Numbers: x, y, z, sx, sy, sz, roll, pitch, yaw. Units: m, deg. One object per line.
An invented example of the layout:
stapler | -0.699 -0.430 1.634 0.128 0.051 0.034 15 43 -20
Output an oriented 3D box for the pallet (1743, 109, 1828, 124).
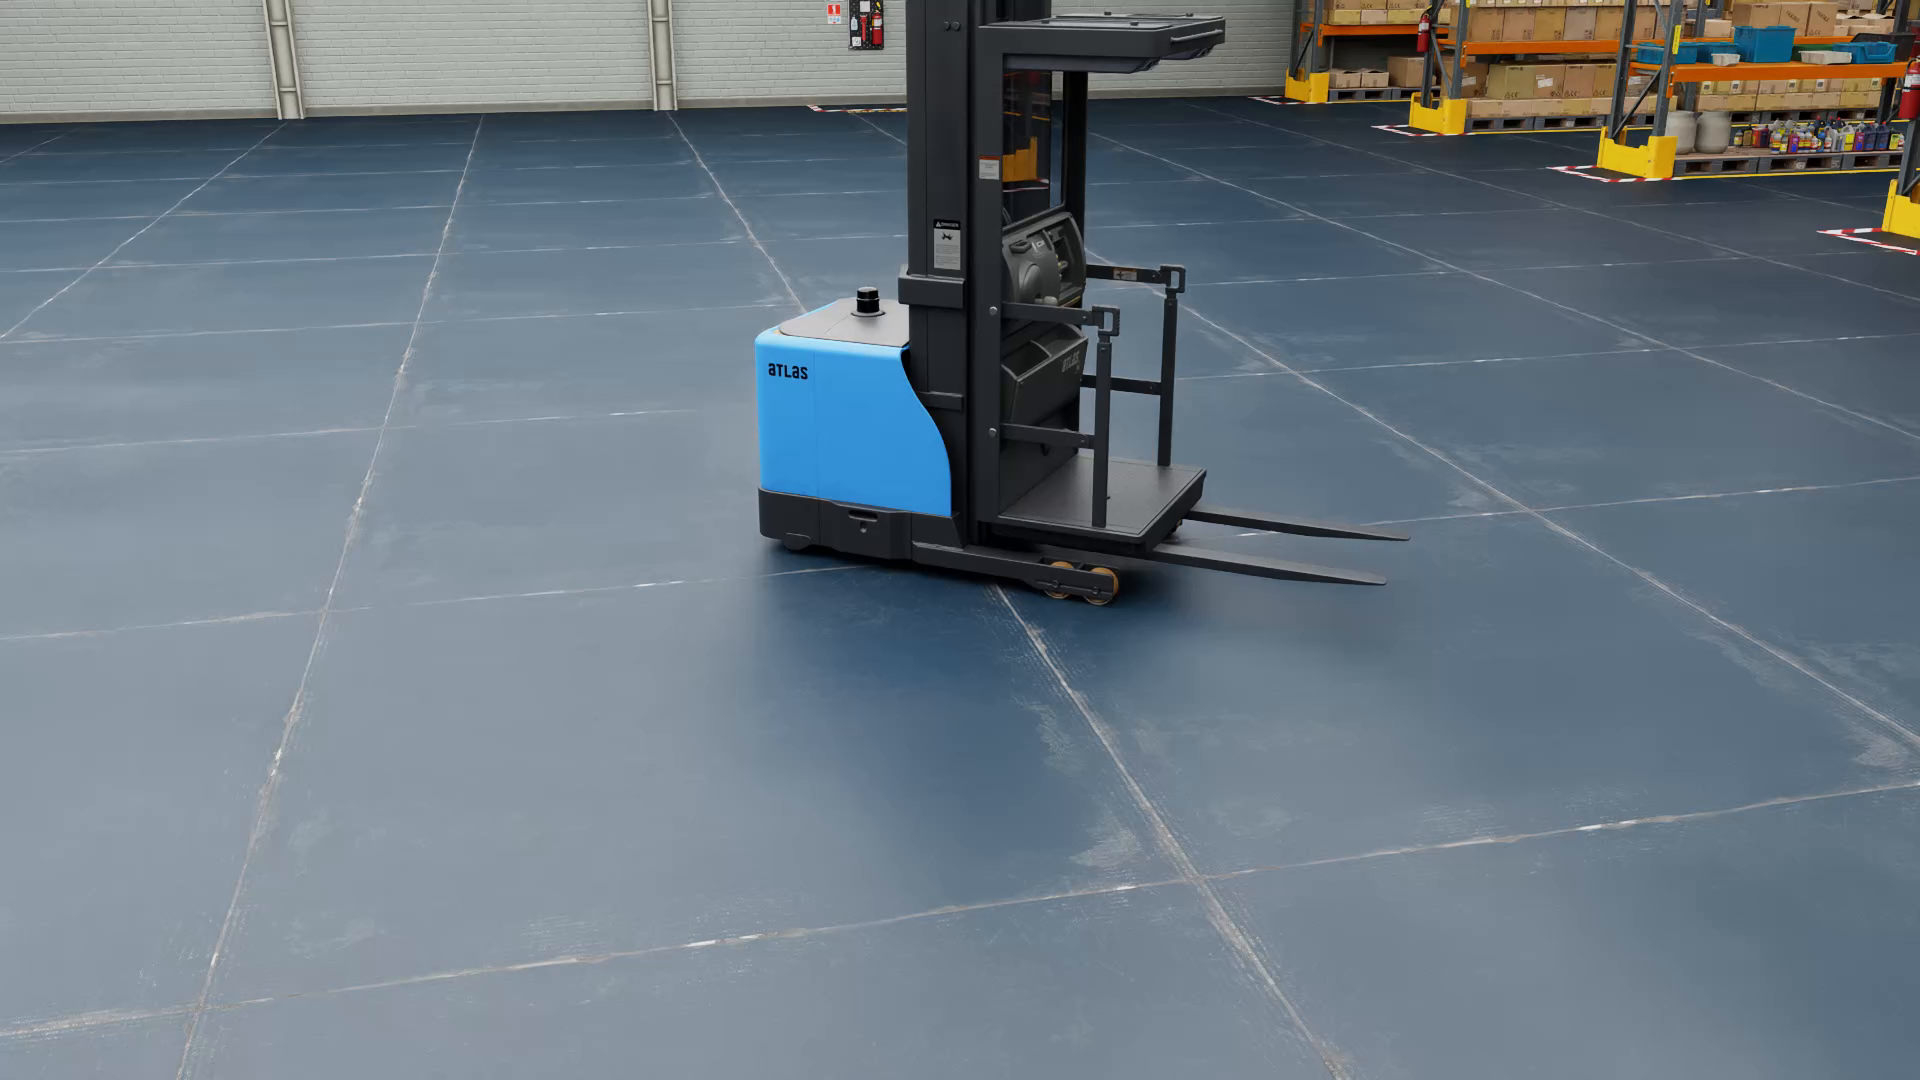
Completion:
pallet | 13.104 -6.875 26.775 1.213 0.211 1.003 -5 21 -12

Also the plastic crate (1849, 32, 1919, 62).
plastic crate | 11.803 -6.329 21.321 0.504 0.338 0.767 -5 21 -12

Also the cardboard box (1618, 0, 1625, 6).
cardboard box | 10.000 -8.193 25.233 0.250 0.149 0.380 -5 21 -13

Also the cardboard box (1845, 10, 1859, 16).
cardboard box | 16.838 -10.002 31.595 0.250 0.149 0.380 -5 21 -12

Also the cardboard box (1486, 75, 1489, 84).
cardboard box | 9.549 -8.497 30.629 0.250 0.166 0.380 -7 21 -20

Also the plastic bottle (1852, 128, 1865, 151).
plastic bottle | 11.446 -5.098 21.181 0.133 0.283 0.061 -3 20 -9

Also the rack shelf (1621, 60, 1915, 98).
rack shelf | 10.396 -5.861 20.999 4.000 0.370 1.077 -5 21 -12

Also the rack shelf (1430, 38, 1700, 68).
rack shelf | 9.260 -7.519 25.526 4.000 0.370 1.077 -5 21 -12

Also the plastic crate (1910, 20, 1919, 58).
plastic crate | 12.743 -6.528 21.680 0.583 0.464 0.402 -5 21 -12

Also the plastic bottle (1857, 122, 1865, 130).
plastic bottle | 11.931 -5.404 22.032 0.097 0.271 0.097 0 20 0

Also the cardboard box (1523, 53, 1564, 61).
cardboard box | 10.775 -8.770 30.888 0.500 0.500 0.700 -4 20 -11

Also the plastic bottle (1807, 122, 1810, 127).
plastic bottle | 11.107 -5.349 21.865 0.133 0.283 0.061 -4 20 -10

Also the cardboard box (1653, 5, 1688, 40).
cardboard box | 10.776 -8.025 25.715 0.500 0.500 0.700 -5 21 -14

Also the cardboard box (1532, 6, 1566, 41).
cardboard box | 8.765 -7.859 25.262 0.500 0.500 0.700 -5 21 -12

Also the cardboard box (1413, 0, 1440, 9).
cardboard box | 8.191 -9.704 29.543 0.500 0.500 0.500 -4 20 -11

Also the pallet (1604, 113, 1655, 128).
pallet | 10.422 -6.657 26.180 1.213 0.211 1.003 -5 21 -12

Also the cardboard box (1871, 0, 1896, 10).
cardboard box | 17.456 -10.381 31.687 0.500 0.500 0.500 -5 21 -13

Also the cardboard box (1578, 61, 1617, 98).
cardboard box | 9.830 -7.087 25.597 0.500 0.500 0.500 -5 21 -12

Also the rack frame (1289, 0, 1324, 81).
rack frame | 6.170 -9.356 29.496 0.127 3.000 1.000 -5 21 -12

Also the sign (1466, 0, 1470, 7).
sign | 7.435 -7.956 24.299 0.005 0.325 0.100 -5 21 -12

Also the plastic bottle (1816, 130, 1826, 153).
plastic bottle | 10.914 -5.056 21.083 0.097 0.271 0.097 0 20 0

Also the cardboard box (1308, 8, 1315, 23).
cardboard box | 6.580 -9.397 29.796 0.500 0.250 0.500 -4 21 -12

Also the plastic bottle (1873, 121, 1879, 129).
plastic bottle | 11.749 -5.220 21.416 0.185 0.351 0.144 -5 21 -12

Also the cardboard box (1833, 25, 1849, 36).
cardboard box | 13.871 -8.094 26.415 0.250 0.149 0.380 -3 20 -8

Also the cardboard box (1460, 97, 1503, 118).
cardboard box | 7.886 -6.573 25.283 0.500 0.250 0.500 -5 21 -12

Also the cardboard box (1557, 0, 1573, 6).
cardboard box | 8.998 -8.112 25.009 0.250 0.149 0.380 -5 21 -13

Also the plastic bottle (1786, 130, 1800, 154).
plastic bottle | 10.510 -5.022 20.973 0.133 0.283 0.061 -4 21 -12

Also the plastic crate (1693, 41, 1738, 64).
plastic crate | 9.501 -6.160 20.985 0.408 0.251 0.499 -5 21 -12

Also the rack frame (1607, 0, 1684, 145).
rack frame | 8.449 -6.040 20.443 0.127 3.000 1.000 -5 21 -12

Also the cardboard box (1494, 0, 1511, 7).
cardboard box | 8.001 -8.031 24.789 0.250 0.149 0.380 -5 21 -14

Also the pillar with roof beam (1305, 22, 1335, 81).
pillar with roof beam | 7.643 -11.077 25.472 0.400 9.000 9.100 -5 21 -12

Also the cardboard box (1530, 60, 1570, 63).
cardboard box | 9.223 -7.222 25.966 0.500 0.500 0.500 -5 21 -12

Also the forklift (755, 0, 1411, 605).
forklift | 0.575 -1.290 7.575 3.031 2.935 1.130 9 22 22

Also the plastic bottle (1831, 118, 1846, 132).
plastic bottle | 11.494 -5.346 21.760 0.185 0.351 0.144 -5 21 -12

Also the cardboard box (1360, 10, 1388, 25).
cardboard box | 7.220 -9.274 29.459 0.500 0.250 0.500 -5 21 -14

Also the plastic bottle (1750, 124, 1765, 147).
plastic bottle | 10.387 -5.271 21.662 0.135 0.276 0.152 -4 21 -12

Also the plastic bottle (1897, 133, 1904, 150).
plastic bottle | 12.061 -5.116 21.349 0.097 0.201 0.097 0 20 0

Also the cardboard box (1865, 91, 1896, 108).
cardboard box | 14.643 -7.114 26.763 0.500 0.250 0.500 -4 21 -11

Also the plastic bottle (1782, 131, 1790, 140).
plastic bottle | 10.753 -5.224 21.644 0.097 0.201 0.097 0 20 0

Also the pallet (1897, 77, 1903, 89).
pallet | 18.606 -9.031 32.661 1.213 0.211 1.003 -5 21 -12

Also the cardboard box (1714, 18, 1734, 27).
cardboard box | 12.019 -8.083 26.215 0.258 0.266 0.396 -5 21 -14

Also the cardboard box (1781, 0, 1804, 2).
cardboard box | 15.482 -10.216 31.234 0.500 0.500 0.500 -5 21 -13

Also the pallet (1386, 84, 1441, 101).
pallet | 8.227 -8.201 30.395 1.213 0.211 1.003 -5 21 -12

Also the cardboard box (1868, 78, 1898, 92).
cardboard box | 14.646 -7.377 26.664 0.500 0.311 0.500 -4 21 -11

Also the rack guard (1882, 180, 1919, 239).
rack guard | 9.663 -3.215 16.363 0.348 0.500 1.175 -5 21 -12

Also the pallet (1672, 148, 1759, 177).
pallet | 9.304 -4.815 21.152 1.213 0.211 1.003 -5 21 -12

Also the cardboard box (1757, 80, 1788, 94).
cardboard box | 12.657 -7.213 26.216 0.500 0.311 0.500 -5 21 -14

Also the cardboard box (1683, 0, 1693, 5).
cardboard box | 10.991 -8.273 25.451 0.250 0.149 0.380 -5 21 -13

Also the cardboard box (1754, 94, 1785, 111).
cardboard box | 12.657 -6.952 26.319 0.500 0.250 0.500 -5 21 -14

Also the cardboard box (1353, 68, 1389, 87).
cardboard box | 7.419 -8.370 30.073 0.500 0.311 0.500 -3 20 -8

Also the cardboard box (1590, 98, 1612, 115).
cardboard box | 9.833 -6.731 25.714 0.500 0.250 0.500 -5 21 -12

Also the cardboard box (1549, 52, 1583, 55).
cardboard box | 11.203 -9.158 30.858 0.500 0.250 0.500 -5 21 -14
